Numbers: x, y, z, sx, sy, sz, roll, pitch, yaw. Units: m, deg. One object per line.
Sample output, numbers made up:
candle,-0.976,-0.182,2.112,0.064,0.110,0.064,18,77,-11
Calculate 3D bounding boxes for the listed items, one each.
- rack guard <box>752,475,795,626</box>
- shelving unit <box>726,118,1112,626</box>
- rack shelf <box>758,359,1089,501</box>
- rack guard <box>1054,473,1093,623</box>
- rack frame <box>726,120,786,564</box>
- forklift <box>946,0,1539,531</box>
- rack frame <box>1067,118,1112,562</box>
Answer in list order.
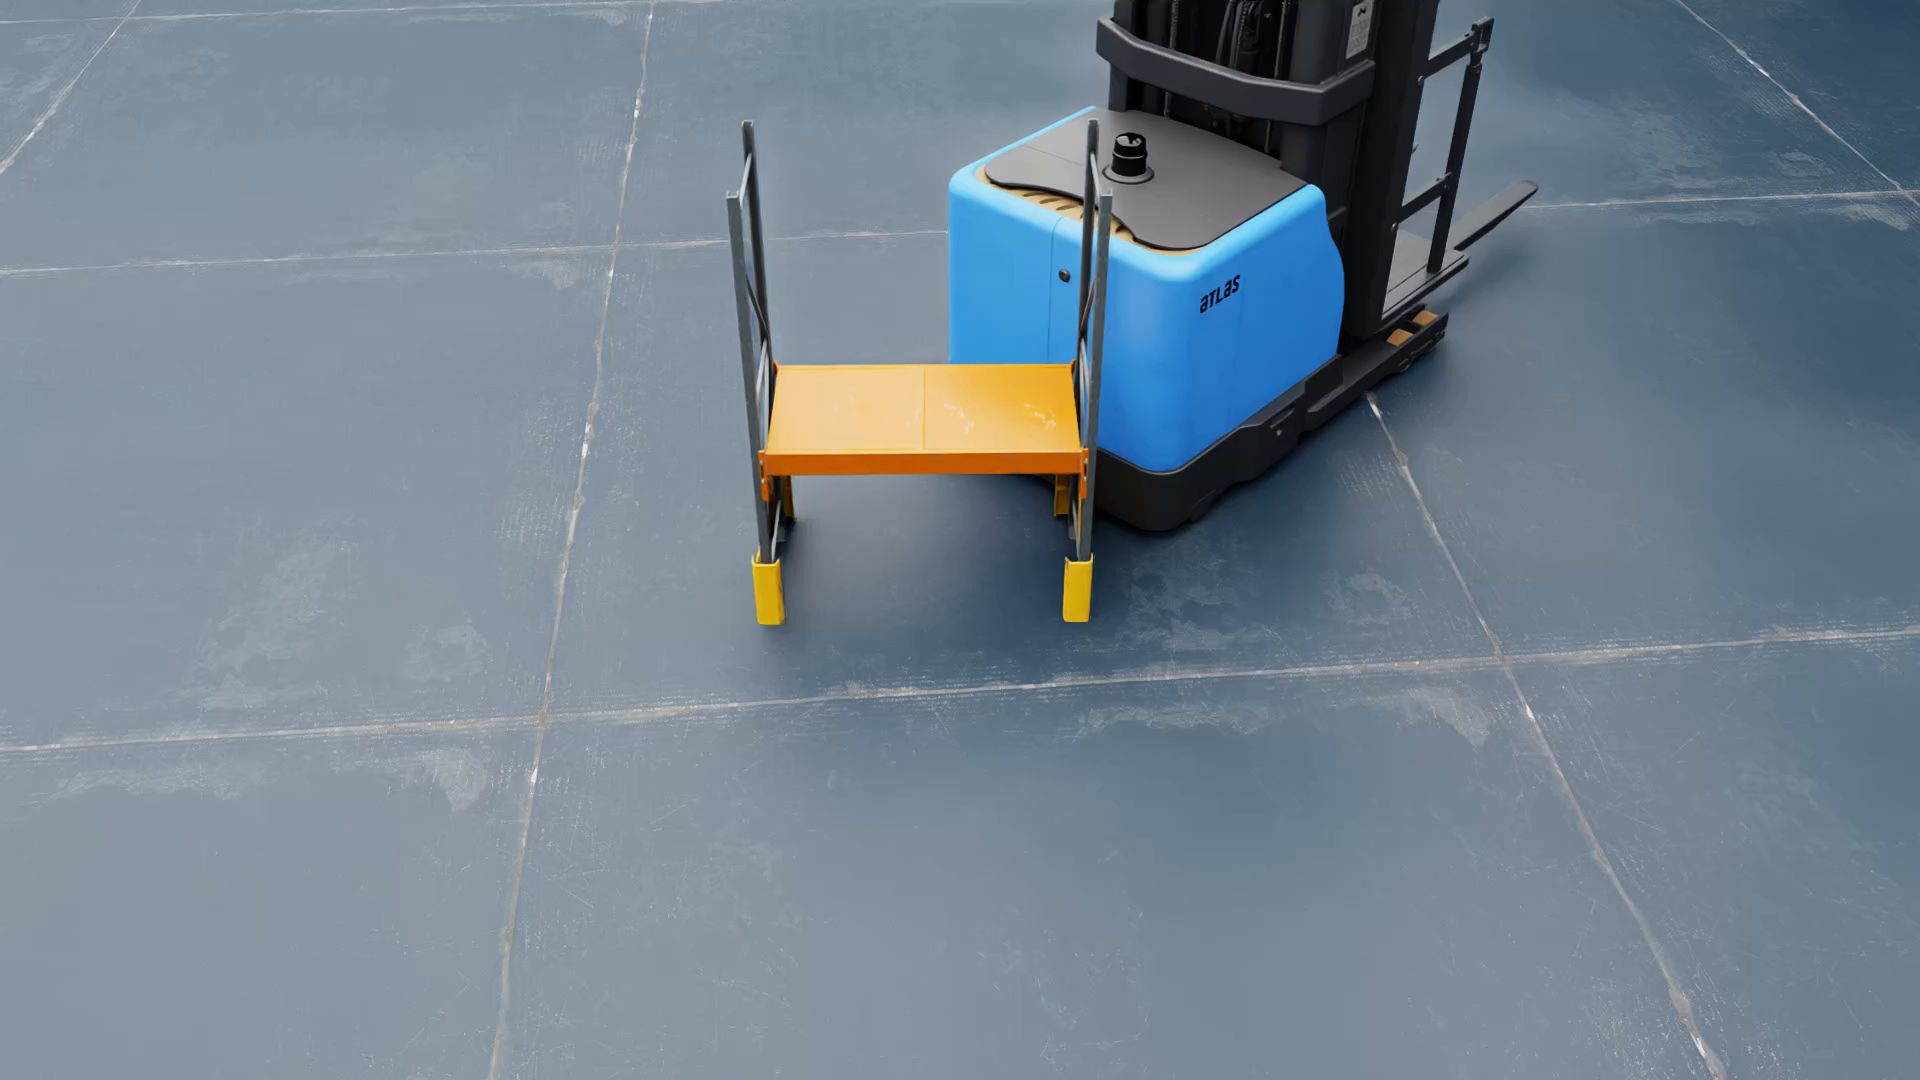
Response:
rack guard,-0.620,-0.002,5.551,0.087,0.250,0.587,0,38,-1
shelving unit,-0.122,-0.497,5.168,1.083,1.500,0.587,0,38,-1
rack shelf,-0.113,-0.355,5.280,1.000,0.185,0.538,0,38,-1
rack guard,0.376,-0.009,5.560,0.087,0.250,0.587,0,38,-1
rack frame,-0.621,-0.493,5.164,0.032,1.500,0.500,0,38,-1
forklift,1.310,-2.008,5.928,1.130,2.935,3.031,29,47,32
rack frame,0.396,-0.500,5.173,0.032,1.500,0.500,0,38,-1
